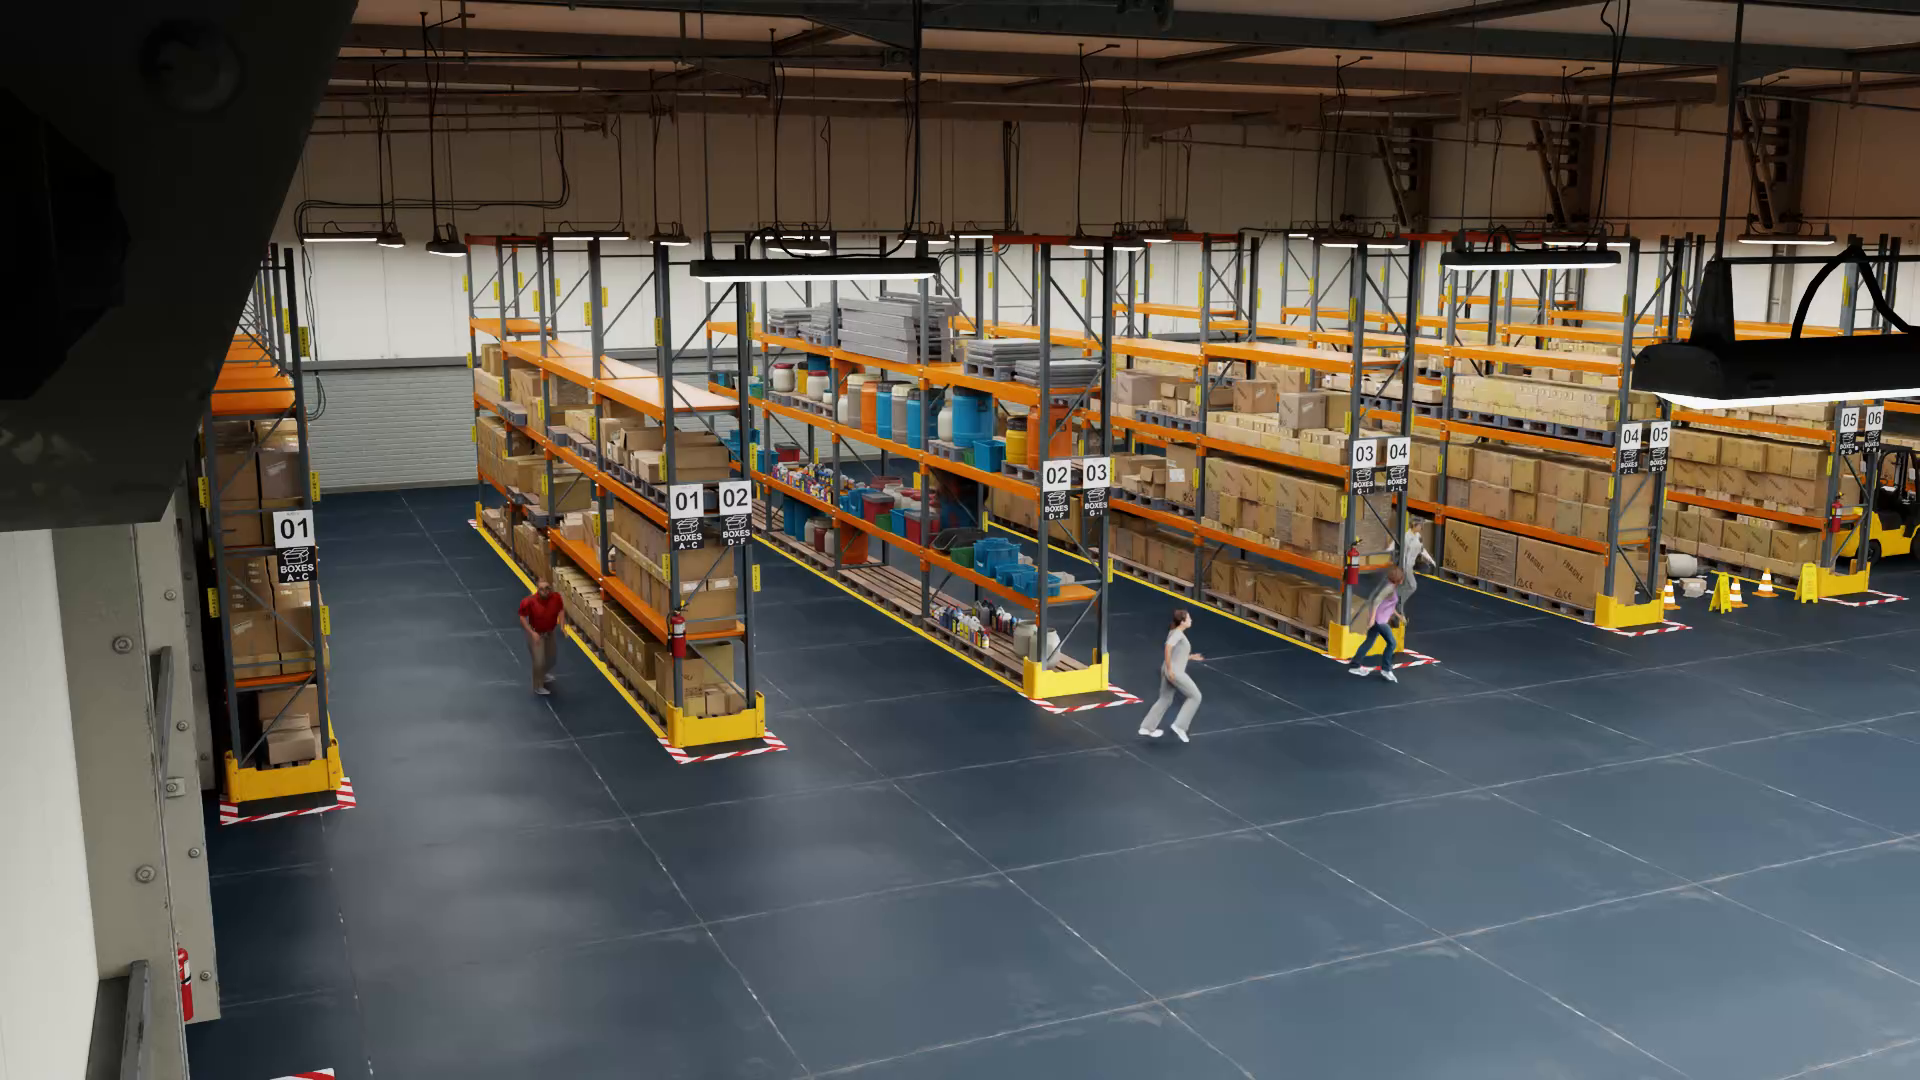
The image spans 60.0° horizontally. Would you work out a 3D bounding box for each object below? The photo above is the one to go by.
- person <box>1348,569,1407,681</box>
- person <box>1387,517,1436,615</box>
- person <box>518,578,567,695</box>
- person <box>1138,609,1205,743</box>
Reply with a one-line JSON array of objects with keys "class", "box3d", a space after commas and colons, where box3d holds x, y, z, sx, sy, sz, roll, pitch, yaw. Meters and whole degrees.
[{"class": "person", "box3d": [5.827, 1.164, 23.136, 0.788, 1.541, 0.498, 2, 11, 9]}, {"class": "person", "box3d": [7.217, 0.413, 26.669, 0.776, 1.618, 0.561, 9, 14, 40]}, {"class": "person", "box3d": [-5.653, 1.256, 22.374, 0.673, 1.629, 0.833, -10, 15, -41]}, {"class": "person", "box3d": [2.596, 1.661, 20.281, 0.811, 1.671, 0.512, -1, 11, -6]}]
